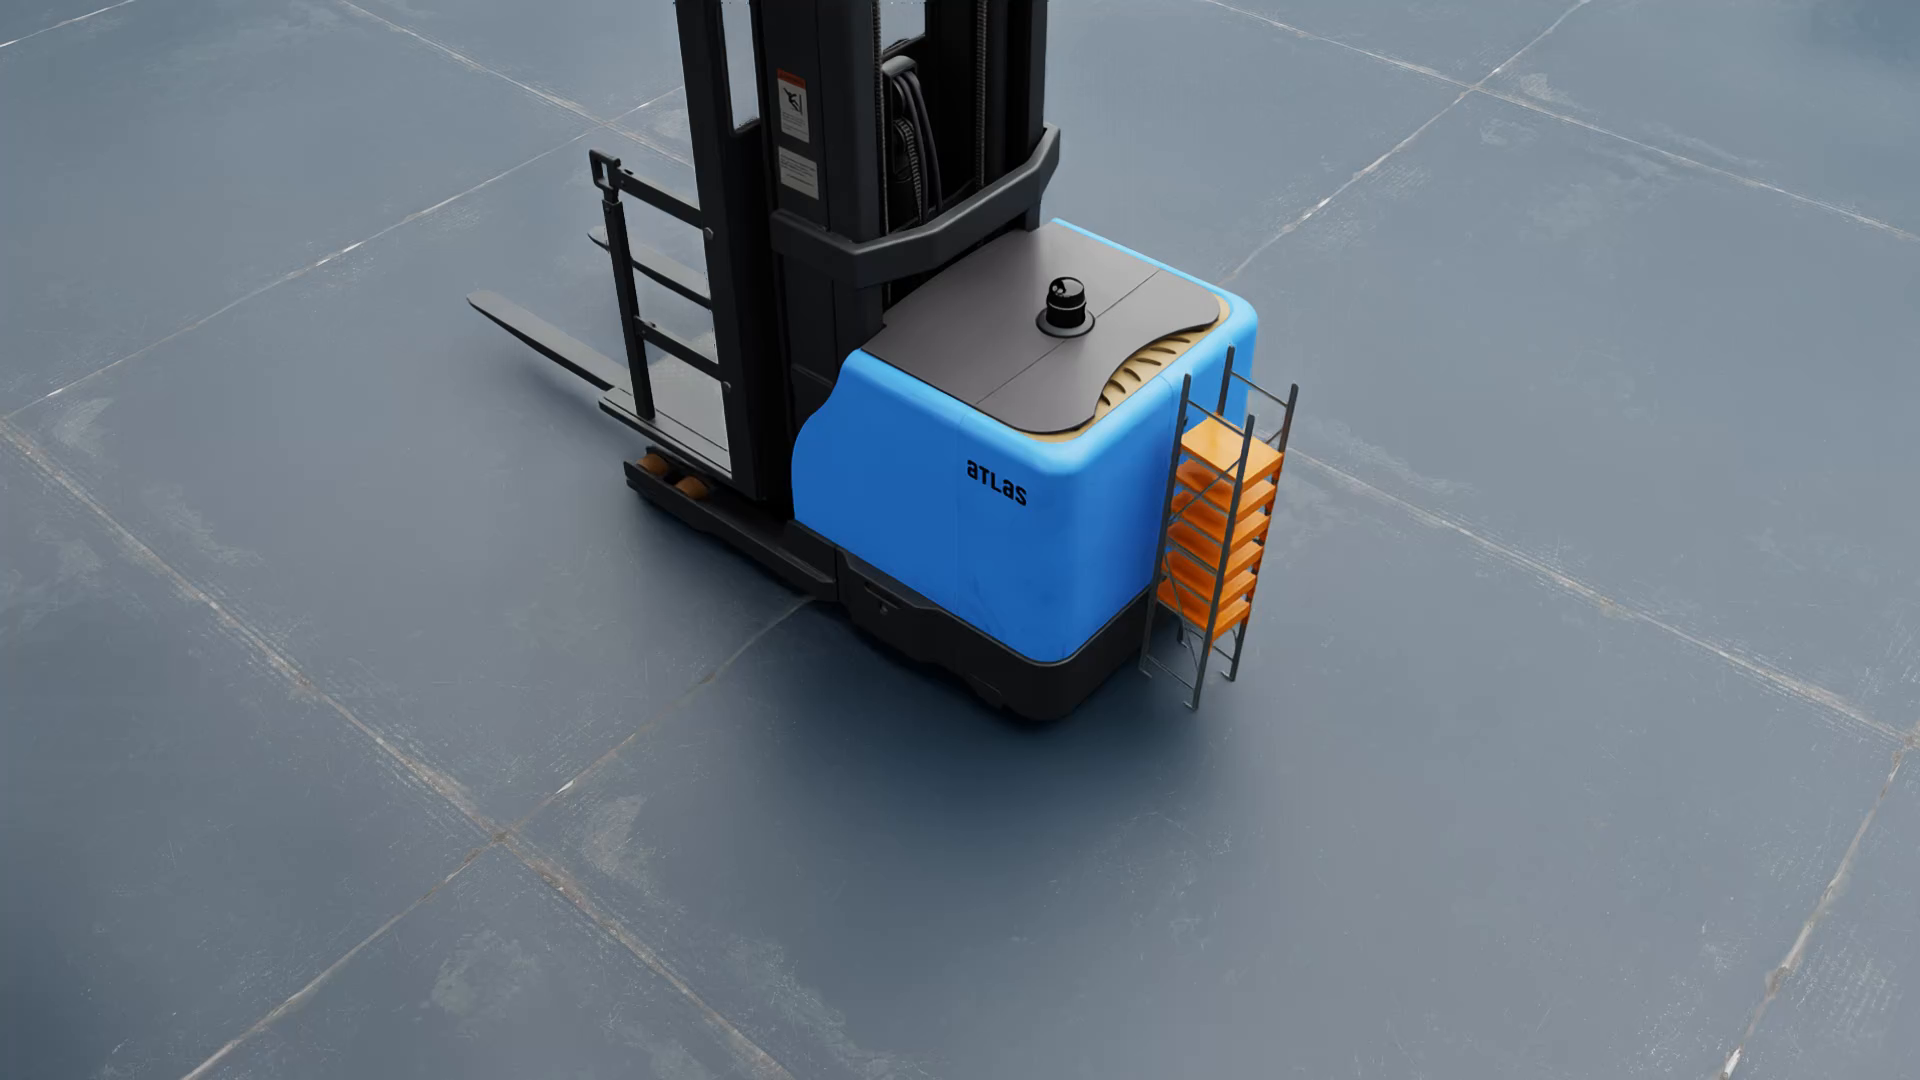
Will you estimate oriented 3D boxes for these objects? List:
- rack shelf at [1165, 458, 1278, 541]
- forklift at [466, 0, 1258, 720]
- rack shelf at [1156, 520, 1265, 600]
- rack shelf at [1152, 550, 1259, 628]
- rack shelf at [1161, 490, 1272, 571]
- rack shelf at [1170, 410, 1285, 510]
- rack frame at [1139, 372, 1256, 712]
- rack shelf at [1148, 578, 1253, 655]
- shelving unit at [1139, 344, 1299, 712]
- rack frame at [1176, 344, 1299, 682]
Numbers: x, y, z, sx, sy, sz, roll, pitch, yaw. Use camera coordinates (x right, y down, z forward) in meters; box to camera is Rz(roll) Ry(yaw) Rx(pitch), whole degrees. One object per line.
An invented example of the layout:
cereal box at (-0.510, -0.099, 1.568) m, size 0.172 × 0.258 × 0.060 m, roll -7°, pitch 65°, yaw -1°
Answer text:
rack shelf at (0.740, -0.139, 4.711) m, size 0.180 × 0.103 × 0.258 m, roll -33°, pitch 54°, yaw -30°
forklift at (-0.550, -1.381, 5.090) m, size 3.031 × 2.935 × 1.130 m, roll 30°, pitch 50°, yaw 29°
rack shelf at (0.733, 0.032, 4.879) m, size 0.180 × 0.103 × 0.258 m, roll -33°, pitch 54°, yaw -30°
rack shelf at (0.730, 0.118, 4.963) m, size 0.180 × 0.103 × 0.258 m, roll -33°, pitch 54°, yaw -30°
rack shelf at (0.736, -0.054, 4.795) m, size 0.180 × 0.103 × 0.258 m, roll -33°, pitch 54°, yaw -30°
rack shelf at (0.743, -0.225, 4.627) m, size 0.180 × 0.103 × 0.258 m, roll -33°, pitch 54°, yaw -30°
rack frame at (0.668, 0.043, 4.802) m, size 0.006 × 1.200 × 0.240 m, roll -33°, pitch 54°, yaw -30°
rack shelf at (0.727, 0.203, 5.047) m, size 0.180 × 0.103 × 0.258 m, roll -33°, pitch 54°, yaw -30°
shelving unit at (0.734, 0.000, 4.848) m, size 0.189 × 1.200 × 0.258 m, roll -33°, pitch 54°, yaw -30°
rack frame at (0.800, -0.043, 4.895) m, size 0.006 × 1.200 × 0.240 m, roll -33°, pitch 54°, yaw -30°
